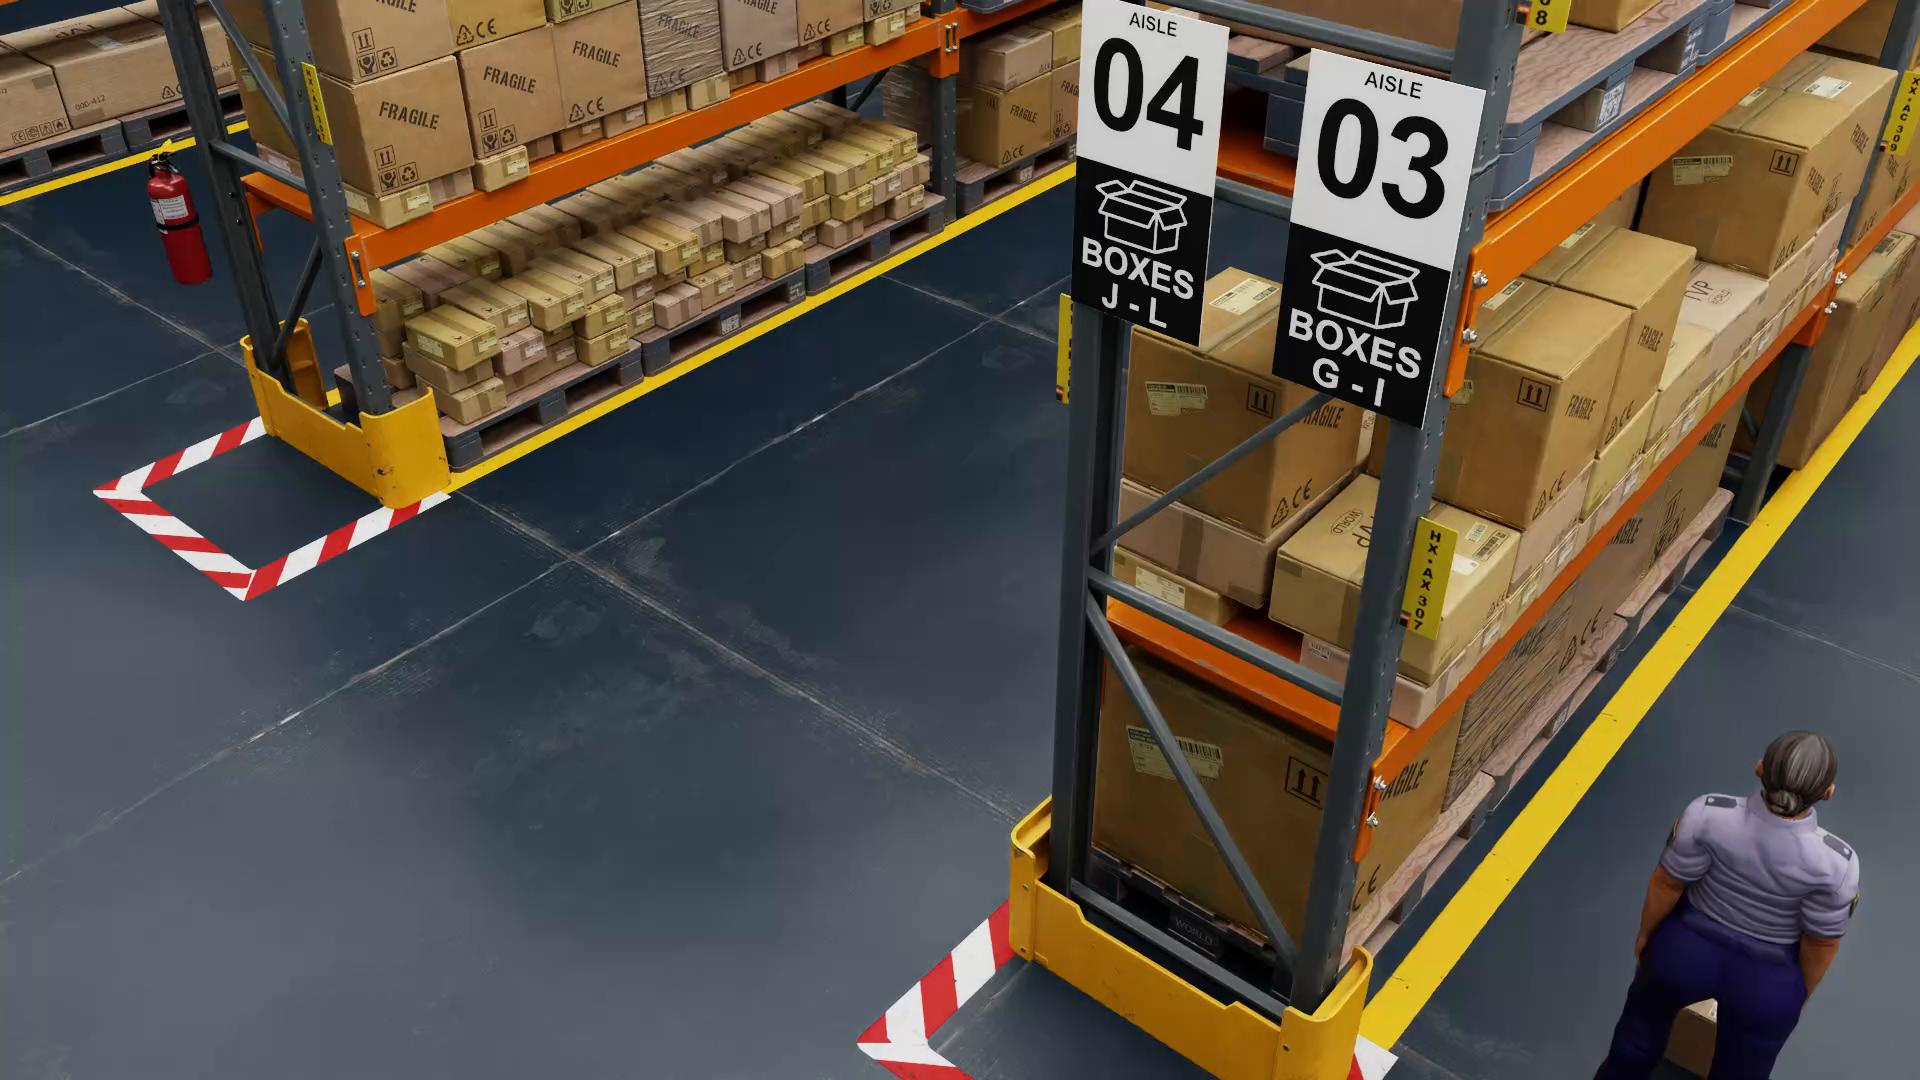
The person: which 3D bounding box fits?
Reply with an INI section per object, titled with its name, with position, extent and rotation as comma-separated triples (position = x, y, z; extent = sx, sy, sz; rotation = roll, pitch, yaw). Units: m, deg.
[person]
position = 2.094, 1.142, 4.556
extent = 0.471, 1.661, 0.460
rotation = 21, 40, 26
